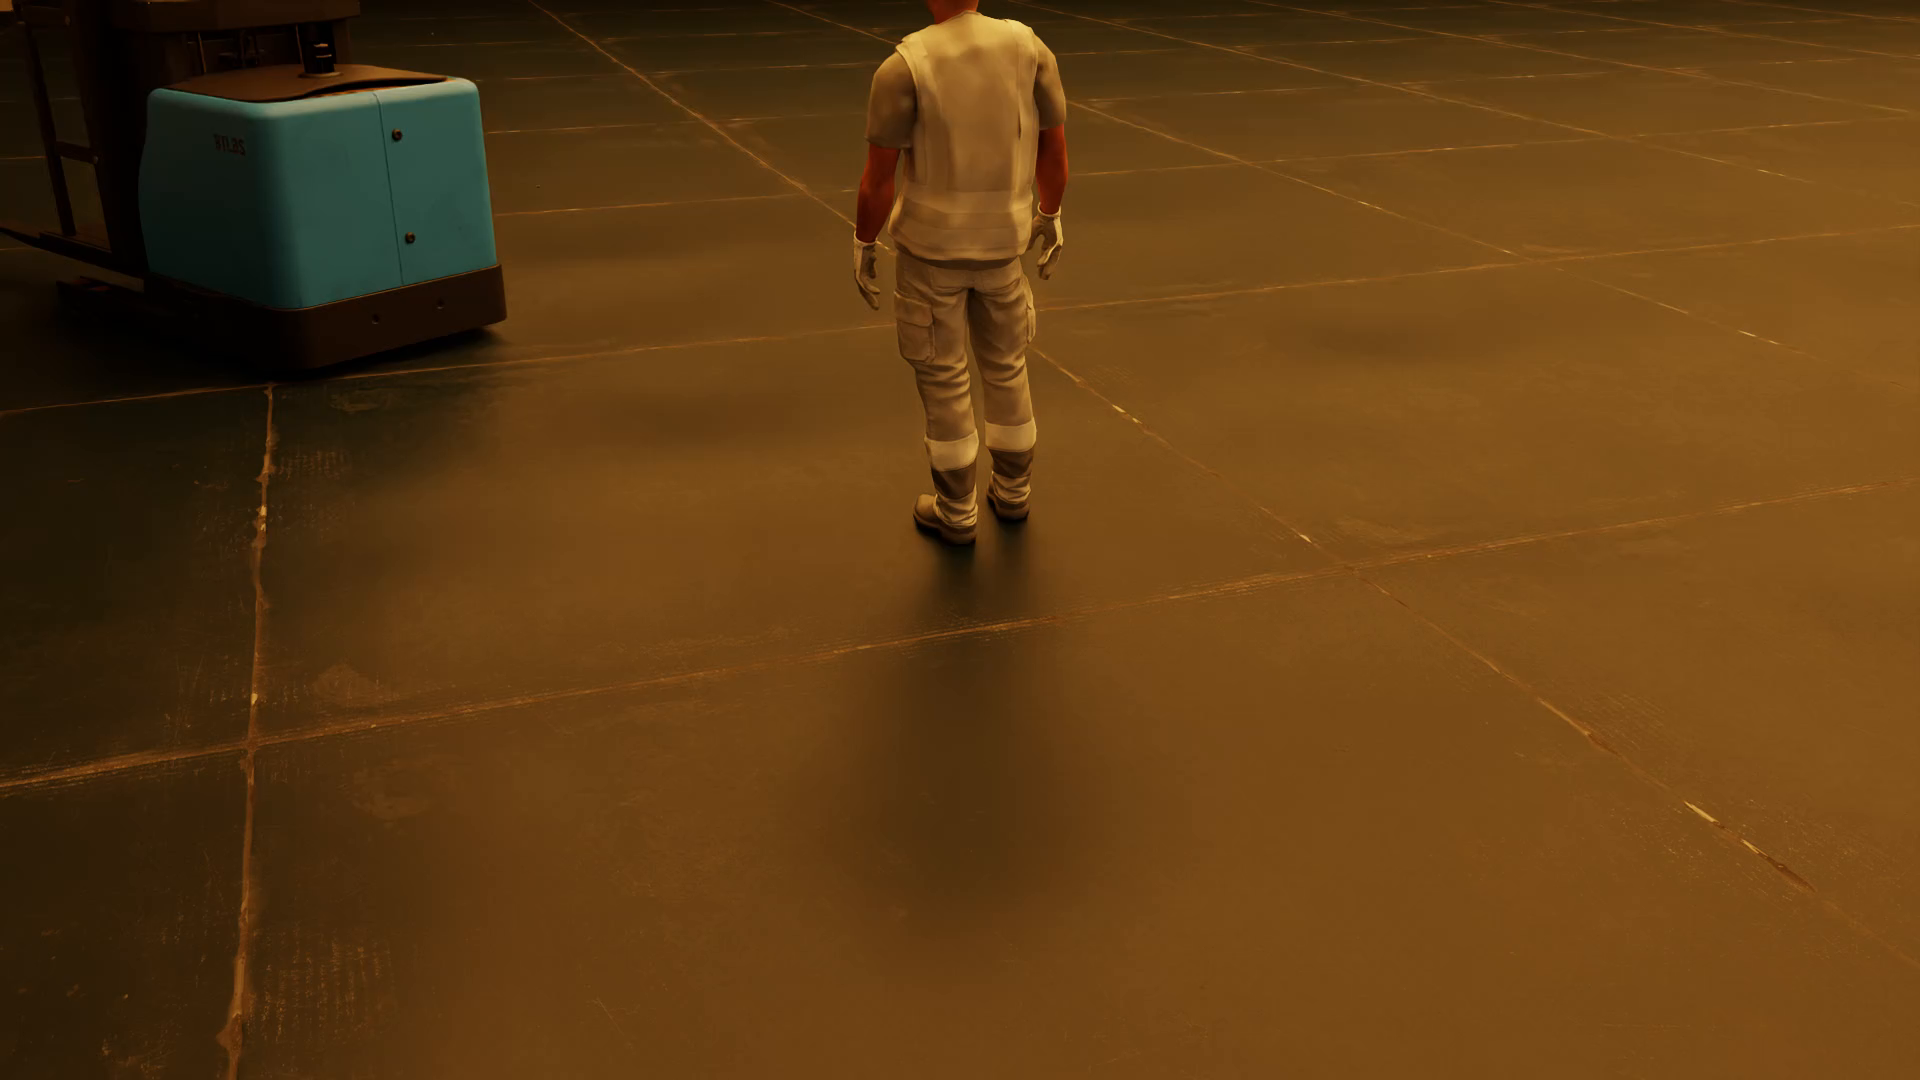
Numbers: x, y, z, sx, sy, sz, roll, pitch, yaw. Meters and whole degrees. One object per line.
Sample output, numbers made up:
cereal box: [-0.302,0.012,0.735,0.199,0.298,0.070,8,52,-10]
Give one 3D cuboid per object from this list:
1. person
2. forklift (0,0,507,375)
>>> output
person: [-0.018,-0.862,4.803,0.638,1.789,0.562,-8,24,-18]
forklift: [-3.420,-2.451,7.127,3.031,2.935,1.130,17,28,35]
